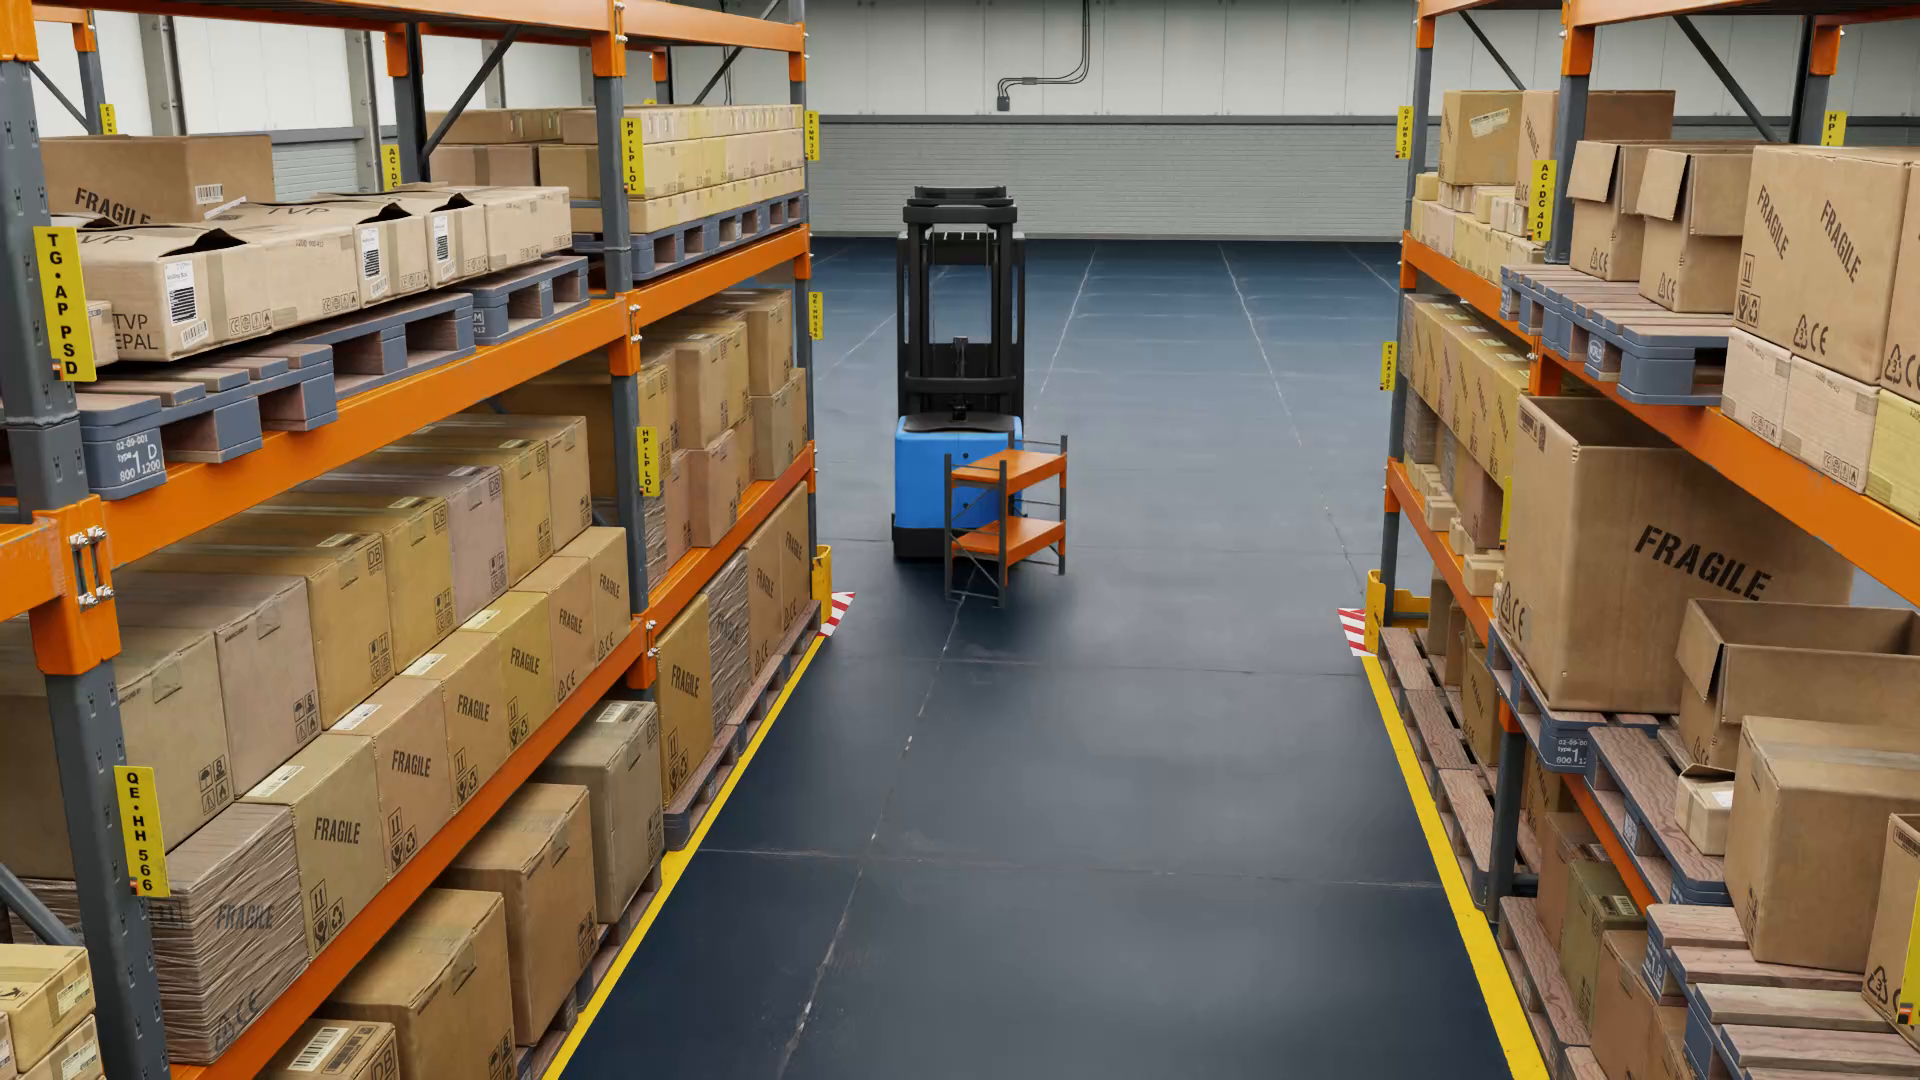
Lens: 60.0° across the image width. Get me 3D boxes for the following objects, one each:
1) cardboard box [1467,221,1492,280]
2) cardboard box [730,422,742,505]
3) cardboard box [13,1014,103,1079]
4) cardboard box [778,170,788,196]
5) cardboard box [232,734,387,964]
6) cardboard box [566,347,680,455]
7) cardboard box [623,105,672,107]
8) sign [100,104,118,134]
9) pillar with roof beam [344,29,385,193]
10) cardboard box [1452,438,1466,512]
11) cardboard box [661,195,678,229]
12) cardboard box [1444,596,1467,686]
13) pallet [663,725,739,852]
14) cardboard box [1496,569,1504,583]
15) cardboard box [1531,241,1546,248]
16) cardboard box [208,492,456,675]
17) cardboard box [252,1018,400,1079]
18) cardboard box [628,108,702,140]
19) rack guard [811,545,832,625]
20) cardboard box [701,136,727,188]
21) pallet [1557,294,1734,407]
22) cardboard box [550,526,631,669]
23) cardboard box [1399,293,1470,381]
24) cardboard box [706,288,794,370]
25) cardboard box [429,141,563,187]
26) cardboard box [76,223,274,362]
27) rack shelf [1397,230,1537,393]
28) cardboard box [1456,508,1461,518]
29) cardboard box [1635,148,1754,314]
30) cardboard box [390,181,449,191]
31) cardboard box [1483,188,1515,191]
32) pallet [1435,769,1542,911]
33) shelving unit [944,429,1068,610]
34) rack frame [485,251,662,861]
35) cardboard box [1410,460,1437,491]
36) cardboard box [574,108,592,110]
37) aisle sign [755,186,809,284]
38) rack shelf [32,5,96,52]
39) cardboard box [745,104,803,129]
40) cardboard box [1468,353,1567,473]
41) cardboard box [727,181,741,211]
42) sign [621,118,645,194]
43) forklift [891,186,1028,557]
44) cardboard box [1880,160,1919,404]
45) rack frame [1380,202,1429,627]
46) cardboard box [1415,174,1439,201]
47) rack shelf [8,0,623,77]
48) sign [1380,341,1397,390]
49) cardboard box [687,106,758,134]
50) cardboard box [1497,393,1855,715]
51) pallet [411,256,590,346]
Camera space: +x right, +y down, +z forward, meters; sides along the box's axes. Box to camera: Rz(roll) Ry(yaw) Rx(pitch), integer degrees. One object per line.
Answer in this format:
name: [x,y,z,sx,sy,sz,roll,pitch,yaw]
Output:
cardboard box: [2.846,-1.451,8.321,0.500,0.250,0.500,2,15,6]
cardboard box: [-1.777,-0.443,9.766,0.875,0.550,0.500,2,15,6]
cardboard box: [-2.039,1.100,3.455,0.380,0.149,0.250,2,15,7]
cardboard box: [-1.291,-2.241,10.442,0.380,0.149,0.250,2,15,7]
cardboard box: [-2.062,0.895,4.915,0.500,0.500,0.500,2,15,6]
cardboard box: [-1.962,-0.688,8.605,0.875,0.550,0.550,2,15,6]
cardboard box: [-1.974,-2.580,10.168,0.380,0.149,0.250,2,15,7]
sign: [-5.914,-2.865,11.568,0.100,0.325,0.005,2,15,6]
pillar with roof beam: [-6.061,-8.440,28.135,9.100,9.000,0.400,2,15,6]
cardboard box: [3.190,-0.378,9.053,0.875,0.500,0.500,2,15,6]
cardboard box: [-1.578,-1.583,8.010,0.380,0.149,0.250,2,15,6]
cardboard box: [3.263,0.602,10.172,0.500,0.500,0.500,6,16,21]
pallet: [-1.821,1.297,8.960,1.003,0.211,1.213,2,15,6]
cardboard box: [2.790,0.248,7.981,0.380,0.149,0.250,2,15,6]
cardboard box: [2.682,-1.343,7.158,0.380,0.149,0.250,2,15,8]
cardboard box: [-2.206,0.139,5.793,0.700,0.500,0.500,2,15,6]
cardboard box: [-2.278,1.911,4.852,1.050,0.750,0.750,1,15,5]
cardboard box: [-1.521,-2.099,8.388,0.380,0.149,0.250,1,15,5]
rack guard: [-1.530,0.309,12.062,1.175,0.500,0.348,2,15,6]
cardboard box: [-1.539,-2.005,8.804,0.500,0.250,0.500,2,15,6]
pallet: [2.643,-0.613,5.296,1.213,0.211,1.003,2,15,6]
cardboard box: [-1.778,0.241,7.333,0.500,0.500,0.500,2,15,6]
cardboard box: [3.051,-1.259,10.395,0.500,0.500,0.500,2,15,6]
cardboard box: [-1.614,-1.390,11.200,0.875,0.550,0.550,2,15,6]
cardboard box: [-2.184,-1.759,7.897,0.500,0.250,0.500,2,15,6]
cardboard box: [-2.136,-0.654,4.261,0.500,0.311,0.500,2,15,6]
rack shelf: [3.158,-1.301,8.859,1.077,0.370,4.000,2,15,6]
cardboard box: [2.953,-0.076,9.178,0.380,0.149,0.250,2,15,6]
cardboard box: [2.675,-1.019,5.435,0.797,0.503,0.637,2,15,9]
cardboard box: [-2.301,-1.339,6.882,0.258,0.266,0.396,1,15,5]
cardboard box: [2.944,-1.752,8.671,0.380,0.149,0.250,1,15,4]
pallet: [2.973,1.489,8.250,1.003,0.211,1.213,2,15,6]
shelving unit: [0.357,-0.176,12.658,0.538,1.125,1.048,8,17,28]
rack frame: [-1.985,0.146,7.876,1.000,3.000,0.127,2,15,6]
cardboard box: [3.024,-0.402,10.385,0.380,0.149,0.250,2,15,6]
cardboard box: [-2.147,-2.184,8.702,0.380,0.149,0.250,2,15,6]
aisle sign: [-1.227,-2.156,11.408,0.394,0.787,0.004,2,15,6]
rack shelf: [-6.689,-3.039,9.547,1.077,0.370,4.000,2,15,6]
cardboard box: [-1.234,-2.757,10.822,0.380,0.149,0.250,2,15,7]
cardboard box: [2.765,-0.611,7.997,0.500,0.500,0.500,2,15,6]
cardboard box: [-1.434,-1.911,9.220,0.380,0.149,0.250,2,15,7]
sign: [-1.444,-1.690,7.326,0.100,0.325,0.005,2,15,6]
forklift: [0.012,-1.603,14.473,1.130,2.935,3.031,0,15,1]
cardboard box: [2.286,-0.513,3.417,0.500,0.500,0.500,2,15,8]
rack frame: [3.384,-0.719,11.075,1.000,3.000,0.127,2,15,6]
cardboard box: [2.997,-2.158,10.174,0.380,0.149,0.250,2,15,7]
rack shelf: [-2.210,-1.691,5.320,1.077,0.370,4.000,2,15,6]
sign: [2.845,-1.153,11.021,0.100,0.325,0.005,2,15,6]
cardboard box: [-1.378,-2.427,9.602,0.380,0.149,0.250,1,15,5]
cardboard box: [2.704,0.028,6.358,1.000,1.000,1.000,2,15,7]
pallet: [-2.039,-0.970,6.624,0.805,0.209,1.217,1,15,4]
